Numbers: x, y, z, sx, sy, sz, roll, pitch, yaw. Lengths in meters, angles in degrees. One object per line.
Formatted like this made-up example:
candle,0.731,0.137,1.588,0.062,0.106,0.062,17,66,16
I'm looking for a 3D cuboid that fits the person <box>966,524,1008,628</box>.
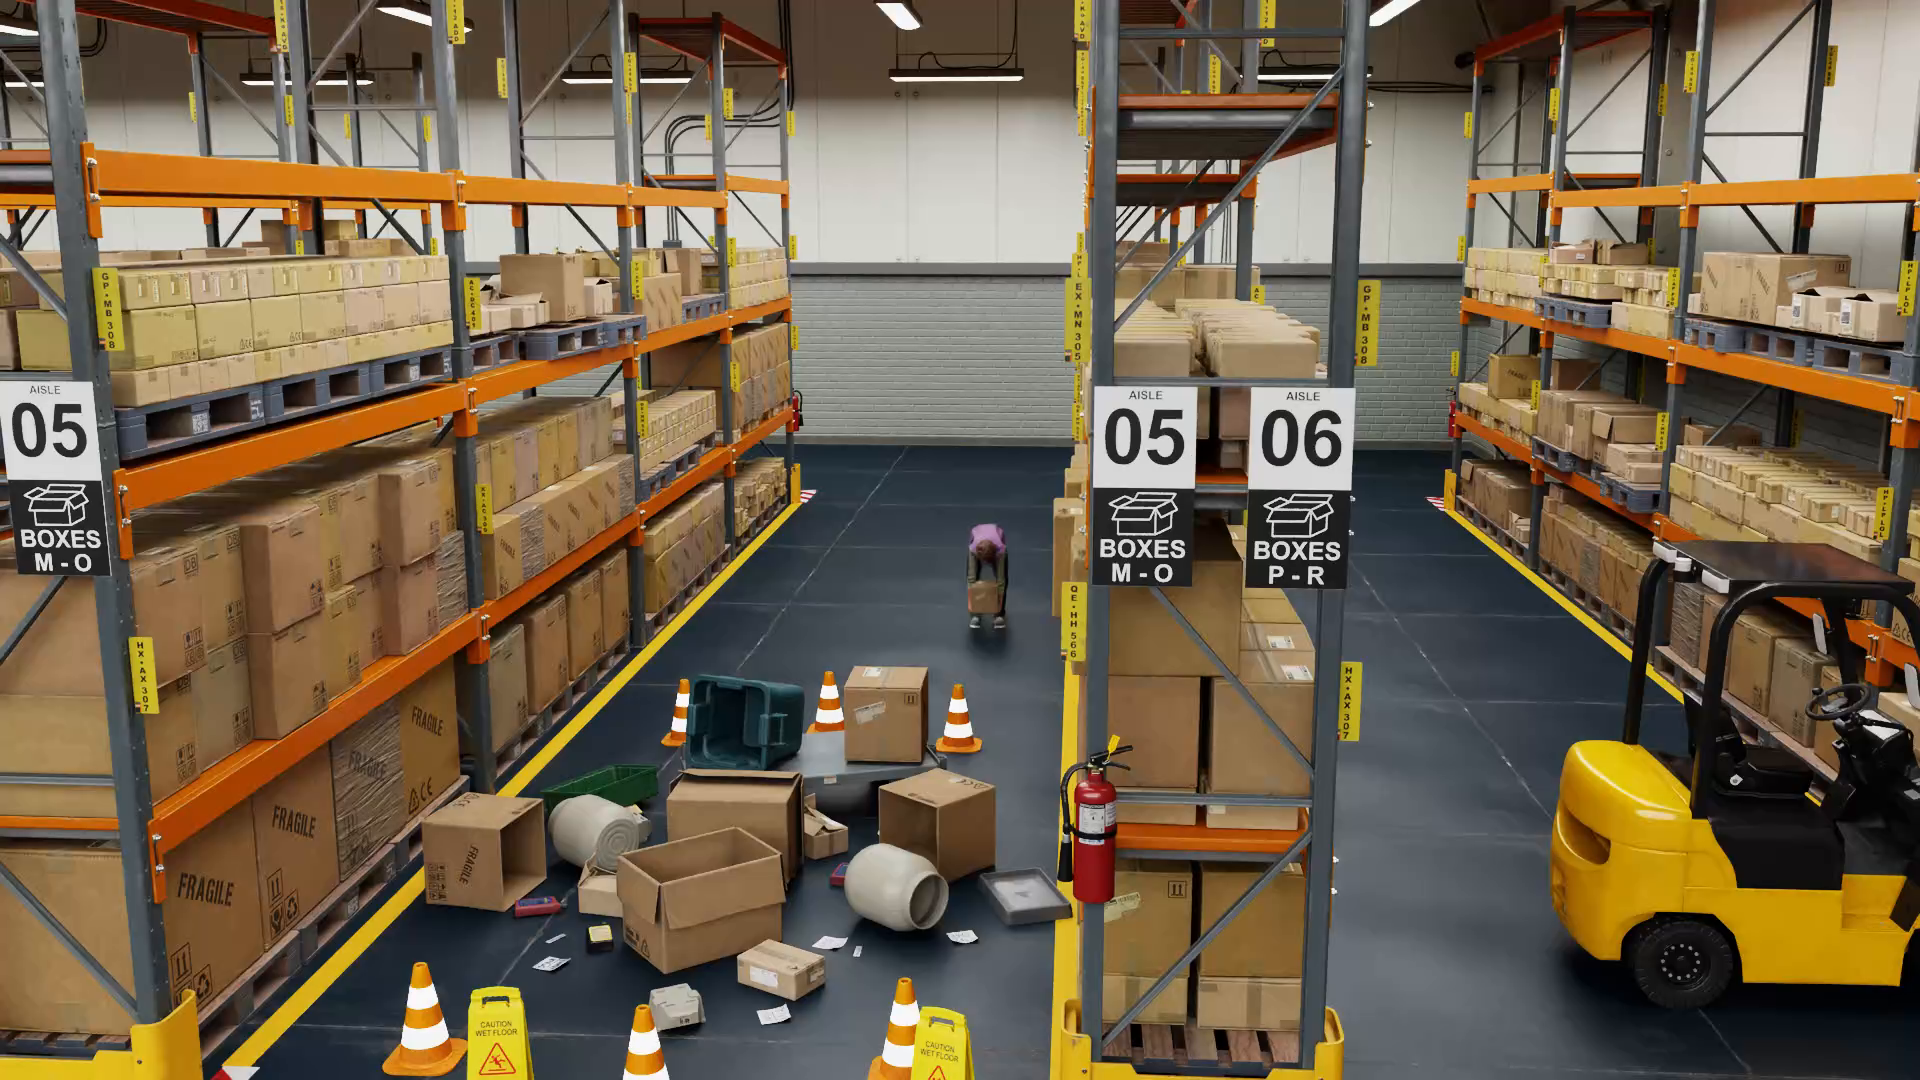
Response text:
person,0.254,0.375,15.617,0.400,0.990,0.871,0,11,2
